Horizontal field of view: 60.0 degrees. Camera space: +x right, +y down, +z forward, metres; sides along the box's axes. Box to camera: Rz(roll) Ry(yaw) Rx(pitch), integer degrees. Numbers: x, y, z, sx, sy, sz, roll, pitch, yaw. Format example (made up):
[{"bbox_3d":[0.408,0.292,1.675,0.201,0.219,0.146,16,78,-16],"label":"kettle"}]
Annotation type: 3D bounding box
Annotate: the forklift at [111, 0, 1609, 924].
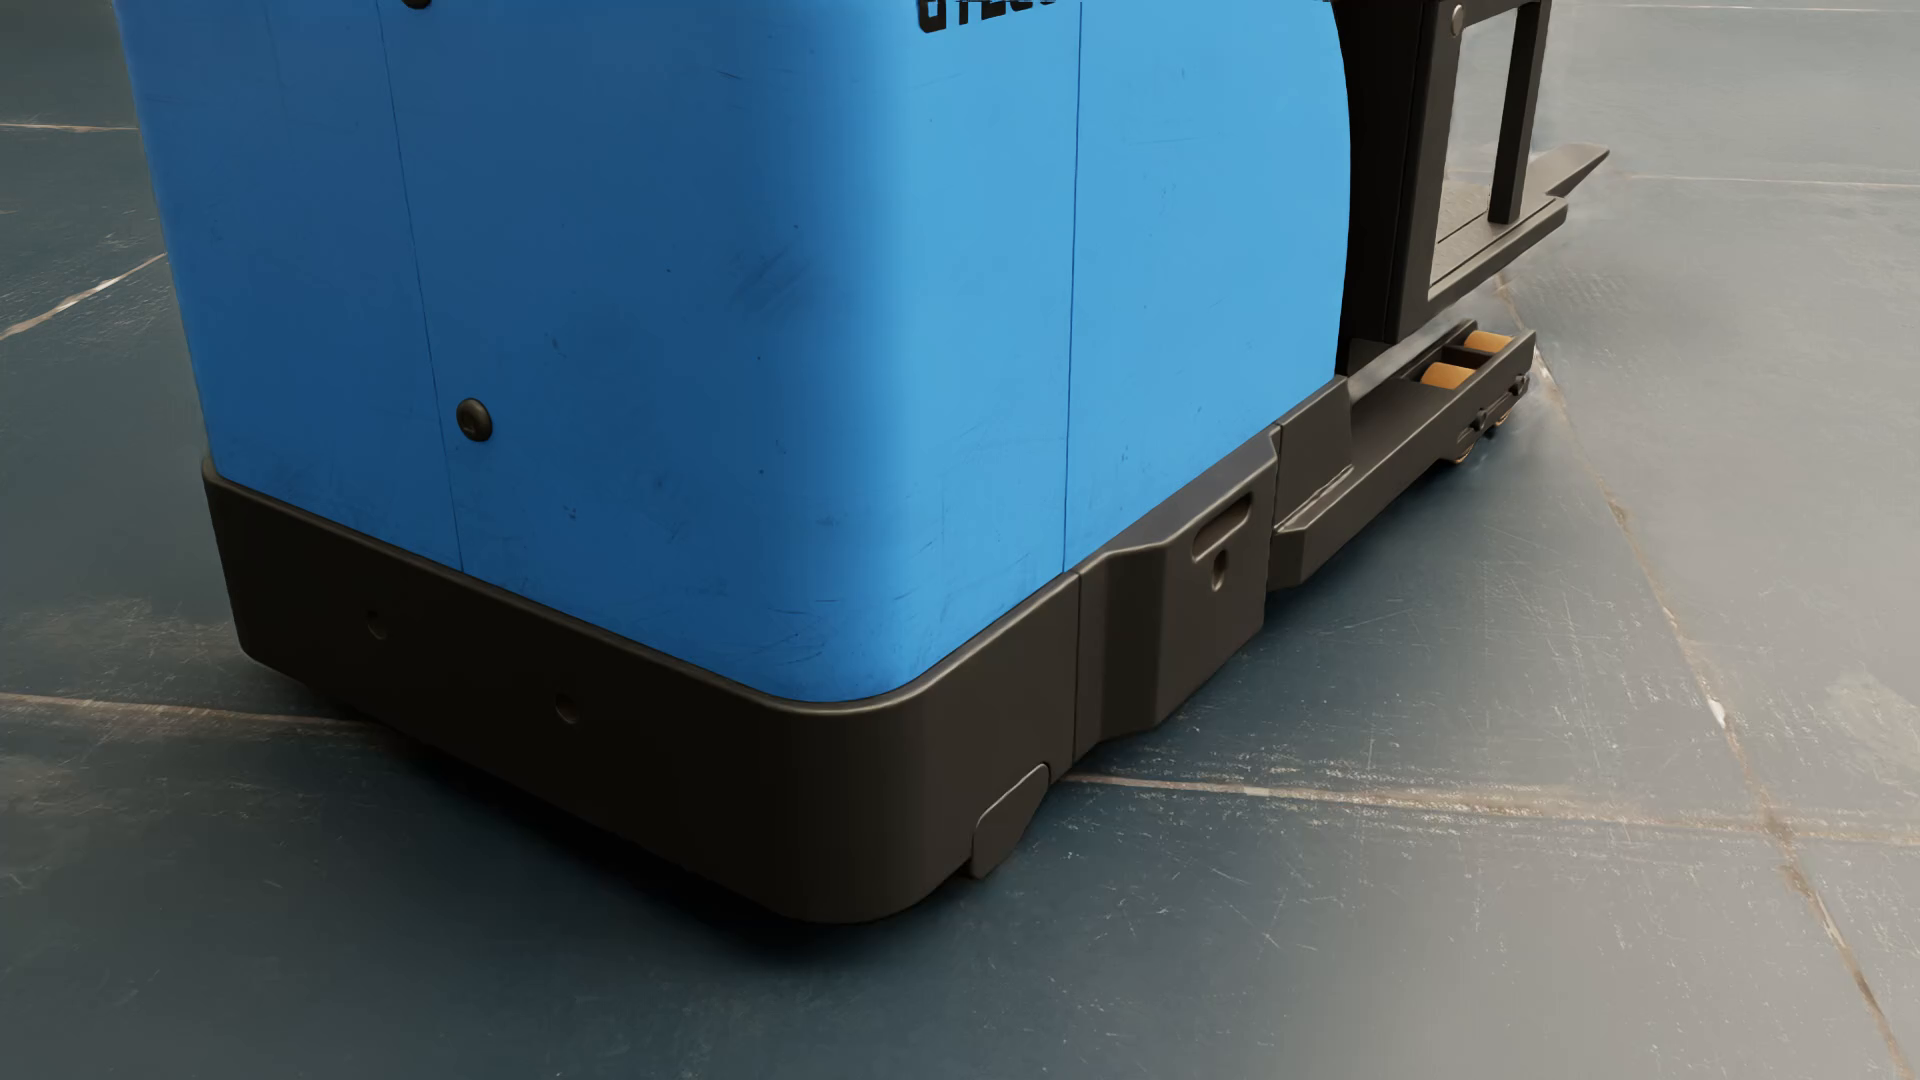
[{"bbox_3d":[0.343,-1.547,2.318,1.130,2.935,3.031,17,31,31],"label":"forklift"}]
